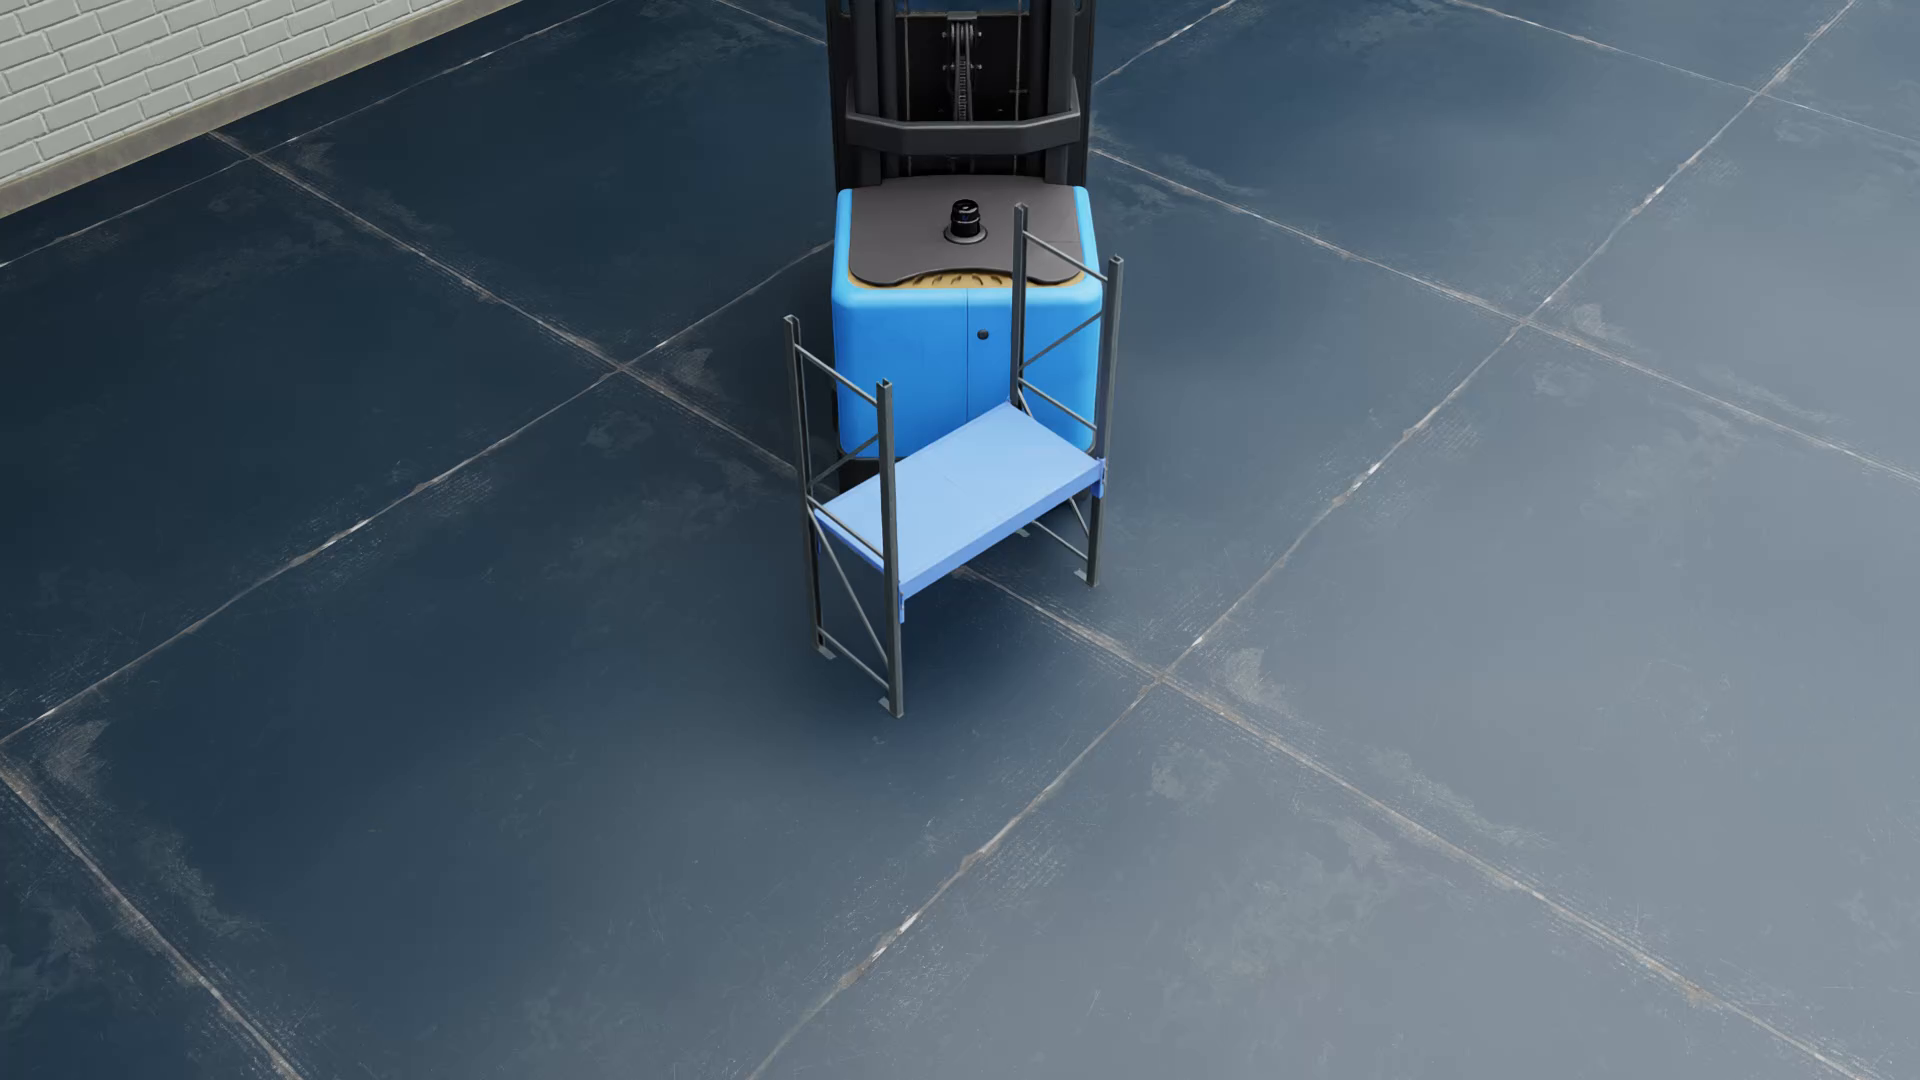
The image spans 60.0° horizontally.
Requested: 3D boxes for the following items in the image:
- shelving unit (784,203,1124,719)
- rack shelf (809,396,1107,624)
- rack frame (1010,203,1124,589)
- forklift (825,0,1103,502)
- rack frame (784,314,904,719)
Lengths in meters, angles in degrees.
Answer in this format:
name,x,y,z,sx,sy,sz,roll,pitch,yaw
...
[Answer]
name,x,y,z,sx,sy,sz,roll,pitch,yaw
shelving unit,-0.007,-0.265,5.927,1.048,1.500,0.538,-31,51,-30
rack shelf,-0.007,-0.132,6.048,1.000,0.185,0.538,-31,51,-30
rack frame,0.369,-0.496,6.180,0.032,1.500,0.500,-31,51,-30
forklift,-0.003,-2.198,6.989,1.130,2.935,3.031,-1,42,-1
rack frame,-0.384,-0.035,5.674,0.032,1.500,0.500,-31,51,-30
